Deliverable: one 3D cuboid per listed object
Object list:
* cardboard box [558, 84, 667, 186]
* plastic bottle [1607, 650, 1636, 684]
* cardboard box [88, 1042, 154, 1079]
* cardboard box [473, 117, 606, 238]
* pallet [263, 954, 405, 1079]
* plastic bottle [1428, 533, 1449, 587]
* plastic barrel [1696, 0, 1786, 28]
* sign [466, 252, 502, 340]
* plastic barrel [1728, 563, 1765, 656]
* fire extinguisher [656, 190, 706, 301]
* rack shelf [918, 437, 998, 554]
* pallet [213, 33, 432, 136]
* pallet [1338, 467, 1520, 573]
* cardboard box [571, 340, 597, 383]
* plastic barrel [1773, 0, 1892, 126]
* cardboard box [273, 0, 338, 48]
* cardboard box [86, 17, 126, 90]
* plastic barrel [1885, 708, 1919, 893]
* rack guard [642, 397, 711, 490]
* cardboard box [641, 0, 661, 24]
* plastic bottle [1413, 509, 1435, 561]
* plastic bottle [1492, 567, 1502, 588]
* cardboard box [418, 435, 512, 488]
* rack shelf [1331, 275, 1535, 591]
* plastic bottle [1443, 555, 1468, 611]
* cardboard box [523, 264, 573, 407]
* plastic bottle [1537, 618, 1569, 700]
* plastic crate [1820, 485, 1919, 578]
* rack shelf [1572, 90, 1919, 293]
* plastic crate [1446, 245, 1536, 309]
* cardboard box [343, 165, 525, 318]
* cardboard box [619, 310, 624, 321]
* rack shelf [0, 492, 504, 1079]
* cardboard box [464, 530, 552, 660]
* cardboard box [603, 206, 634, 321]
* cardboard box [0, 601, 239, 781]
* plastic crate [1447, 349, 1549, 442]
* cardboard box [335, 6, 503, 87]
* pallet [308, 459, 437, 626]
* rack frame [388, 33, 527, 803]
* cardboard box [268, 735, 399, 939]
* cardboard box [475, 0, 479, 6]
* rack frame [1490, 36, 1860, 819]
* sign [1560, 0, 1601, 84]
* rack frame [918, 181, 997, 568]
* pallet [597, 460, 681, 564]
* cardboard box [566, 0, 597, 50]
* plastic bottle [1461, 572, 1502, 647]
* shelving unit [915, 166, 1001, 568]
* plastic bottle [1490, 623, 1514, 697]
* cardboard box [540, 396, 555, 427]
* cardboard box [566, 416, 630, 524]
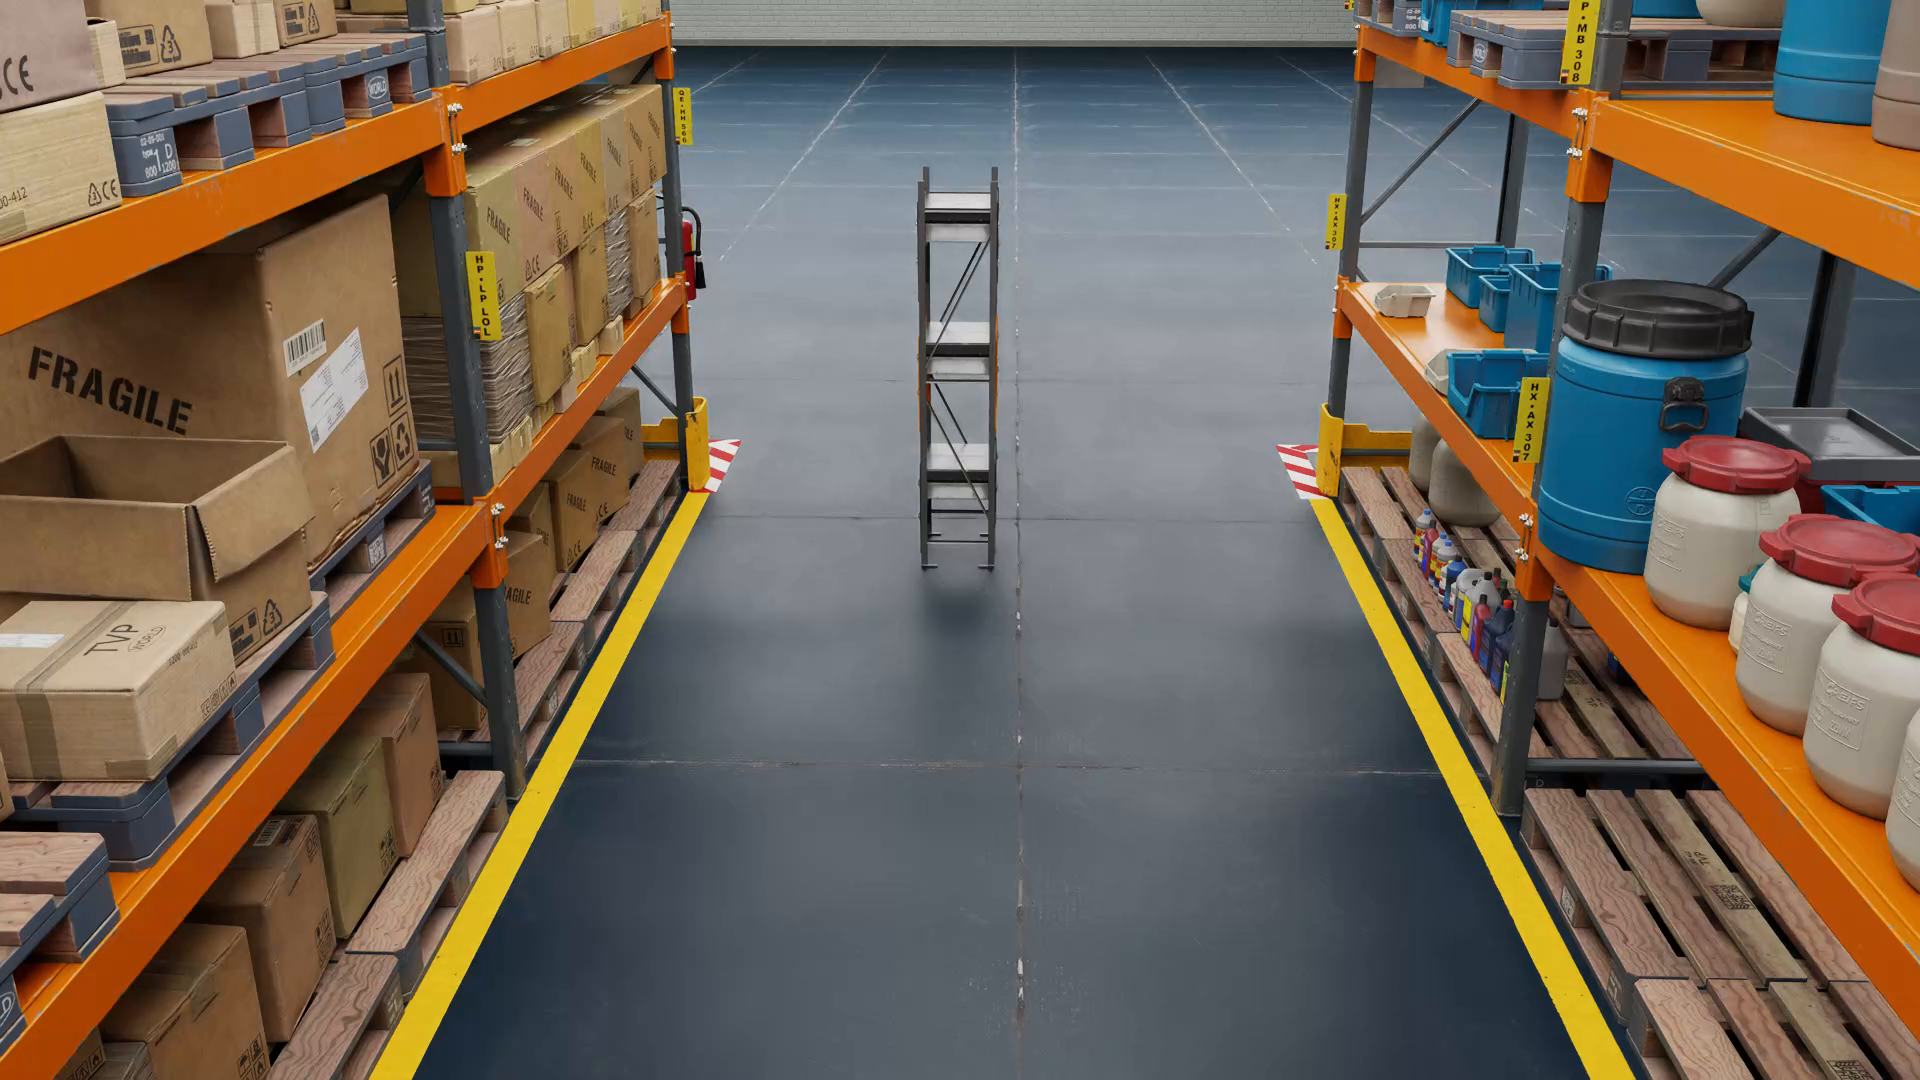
[{"bbox_3d":[-1.943,-2.252,9.254,0.500,0.500,0.500,1,21,2],"label":"cardboard box"},{"bbox_3d":[2.951,0.440,7.303,0.144,0.351,0.185,1,21,2],"label":"plastic bottle"},{"bbox_3d":[-2.412,1.608,4.086,0.700,0.500,0.500,-1,21,-3],"label":"cardboard box"},{"bbox_3d":[-1.994,-1.710,7.857,0.500,0.500,0.500,1,21,2],"label":"cardboard box"},{"bbox_3d":[-2.351,1.668,4.938,1.003,0.211,1.213,1,21,2],"label":"pallet"},{"bbox_3d":[2.400,0.095,8.300,0.097,0.271,0.097,0,21,0],"label":"plastic bottle"},{"bbox_3d":[2.865,-2.101,5.916,0.421,0.512,0.421,0,21,0],"label":"plastic barrel"},{"bbox_3d":[-1.740,-0.891,6.077,0.100,0.325,0.005,1,21,2],"label":"sign"},{"bbox_3d":[2.462,0.240,4.955,0.301,0.262,0.301,0,21,0],"label":"plastic barrel"},{"bbox_3d":[-1.709,-1.802,10.134,0.296,0.674,0.183,1,21,2],"label":"fire extinguisher"},{"bbox_3d":[-0.005,-0.254,9.253,0.431,0.518,0.480,1,21,2],"label":"rack shelf"},{"bbox_3d":[-2.420,-1.445,5.218,1.213,0.211,1.003,1,21,2],"label":"pallet"},{"bbox_3d":[2.792,-0.126,9.561,1.003,0.211,1.213,1,21,2],"label":"pallet"},{"bbox_3d":[-1.955,-0.856,7.934,0.380,0.149,0.250,1,21,2],"label":"cardboard box"},{"bbox_3d":[2.857,-1.747,5.045,0.600,0.901,0.708,1,21,2],"label":"plastic barrel"},{"bbox_3d":[-2.408,-1.829,5.227,0.797,0.503,0.637,0,21,-1],"label":"cardboard box"},{"bbox_3d":[-2.252,-1.162,3.973,0.380,0.166,0.250,0,21,0],"label":"cardboard box"},{"bbox_3d":[2.365,0.566,3.768,0.421,0.512,0.421,0,21,0],"label":"plastic barrel"},{"bbox_3d":[-2.176,-0.609,10.408,1.175,0.500,0.348,1,21,2],"label":"rack guard"},{"bbox_3d":[-1.934,-2.953,9.055,0.500,0.250,0.500,1,21,3],"label":"cardboard box"},{"bbox_3d":[2.411,-0.029,8.619,0.097,0.271,0.097,0,21,0],"label":"plastic bottle"},{"bbox_3d":[2.518,0.280,7.807,0.061,0.283,0.133,1,21,2],"label":"plastic bottle"},{"bbox_3d":[-1.988,-0.313,6.536,0.380,0.149,0.250,1,21,2],"label":"cardboard box"},{"bbox_3d":[2.717,-0.689,8.152,1.077,0.370,4.000,1,21,2],"label":"rack shelf"},{"bbox_3d":[2.391,0.205,8.018,0.097,0.271,0.097,0,21,0],"label":"plastic bottle"},{"bbox_3d":[-2.169,-0.883,7.110,0.875,0.500,0.500,1,21,2],"label":"cardboard box"},{"bbox_3d":[2.531,0.494,7.162,0.144,0.351,0.185,1,21,2],"label":"plastic bottle"},{"bbox_3d":[2.933,0.108,5.125,0.392,0.384,0.575,1,21,2],"label":"plastic crate"},{"bbox_3d":[2.595,-0.641,3.882,1.077,0.370,4.000,1,21,2],"label":"rack shelf"},{"bbox_3d":[3.061,-1.494,9.438,0.499,0.251,0.616,1,21,2],"label":"plastic crate"},{"bbox_3d":[-2.027,-1.167,6.458,0.500,0.500,0.500,1,21,2],"label":"cardboard box"},{"bbox_3d":[-2.012,-1.218,8.869,0.380,0.149,0.250,1,21,2],"label":"cardboard box"},{"bbox_3d":[-2.356,0.703,4.566,1.077,0.370,4.000,1,21,2],"label":"rack shelf"},{"bbox_3d":[-2.233,0.262,7.581,0.500,0.500,0.500,8,22,19],"label":"cardboard box"},{"bbox_3d":[-2.171,-1.426,8.509,0.875,0.500,0.500,1,21,2],"label":"cardboard box"},{"bbox_3d":[-2.136,0.361,4.078,0.500,0.250,0.500,0,21,0],"label":"cardboard box"},{"bbox_3d":[2.418,-0.635,7.225,0.499,0.251,0.616,1,21,2],"label":"plastic crate"},{"bbox_3d":[-2.025,-1.844,6.196,0.500,0.250,0.500,0,21,0],"label":"cardboard box"},{"bbox_3d":[-2.464,0.008,5.626,1.003,0.211,1.213,1,21,2],"label":"pallet"},{"bbox_3d":[-2.295,-0.356,6.299,1.000,3.000,0.127,1,21,2],"label":"rack frame"},{"bbox_3d":[-2.368,0.999,5.656,0.700,0.500,0.500,1,21,1],"label":"cardboard box"},{"bbox_3d":[-2.037,-2.081,6.256,0.380,0.149,0.250,0,21,-1],"label":"cardboard box"},{"bbox_3d":[2.656,-0.301,6.159,1.000,3.000,0.127,1,21,2],"label":"rack frame"},{"bbox_3d":[2.106,-1.714,5.640,0.100,0.325,0.005,1,21,2],"label":"sign"},{"bbox_3d":[-0.012,-0.831,8.767,0.400,2.100,0.015,1,21,2],"label":"rack frame"},{"bbox_3d":[-2.236,-0.181,9.704,1.003,0.211,1.213,1,21,2],"label":"pallet"},{"bbox_3d":[-1.980,-2.406,7.643,0.500,0.250,0.500,0,21,1],"label":"cardboard box"},{"bbox_3d":[2.403,0.306,7.646,0.144,0.351,0.185,1,21,1],"label":"plastic bottle"},{"bbox_3d":[-0.005,-0.919,8.995,0.431,2.100,0.503,1,21,2],"label":"shelving unit"},{"bbox_3d":[2.387,0.493,7.167,0.144,0.351,0.185,0,21,0],"label":"plastic bottle"},{"bbox_3d":[-1.989,-0.584,7.236,0.380,0.149,0.250,1,21,2],"label":"cardboard box"},{"bbox_3d":[-2.193,-0.390,9.263,0.500,0.500,0.500,6,22,16],"label":"cardboard box"}]
